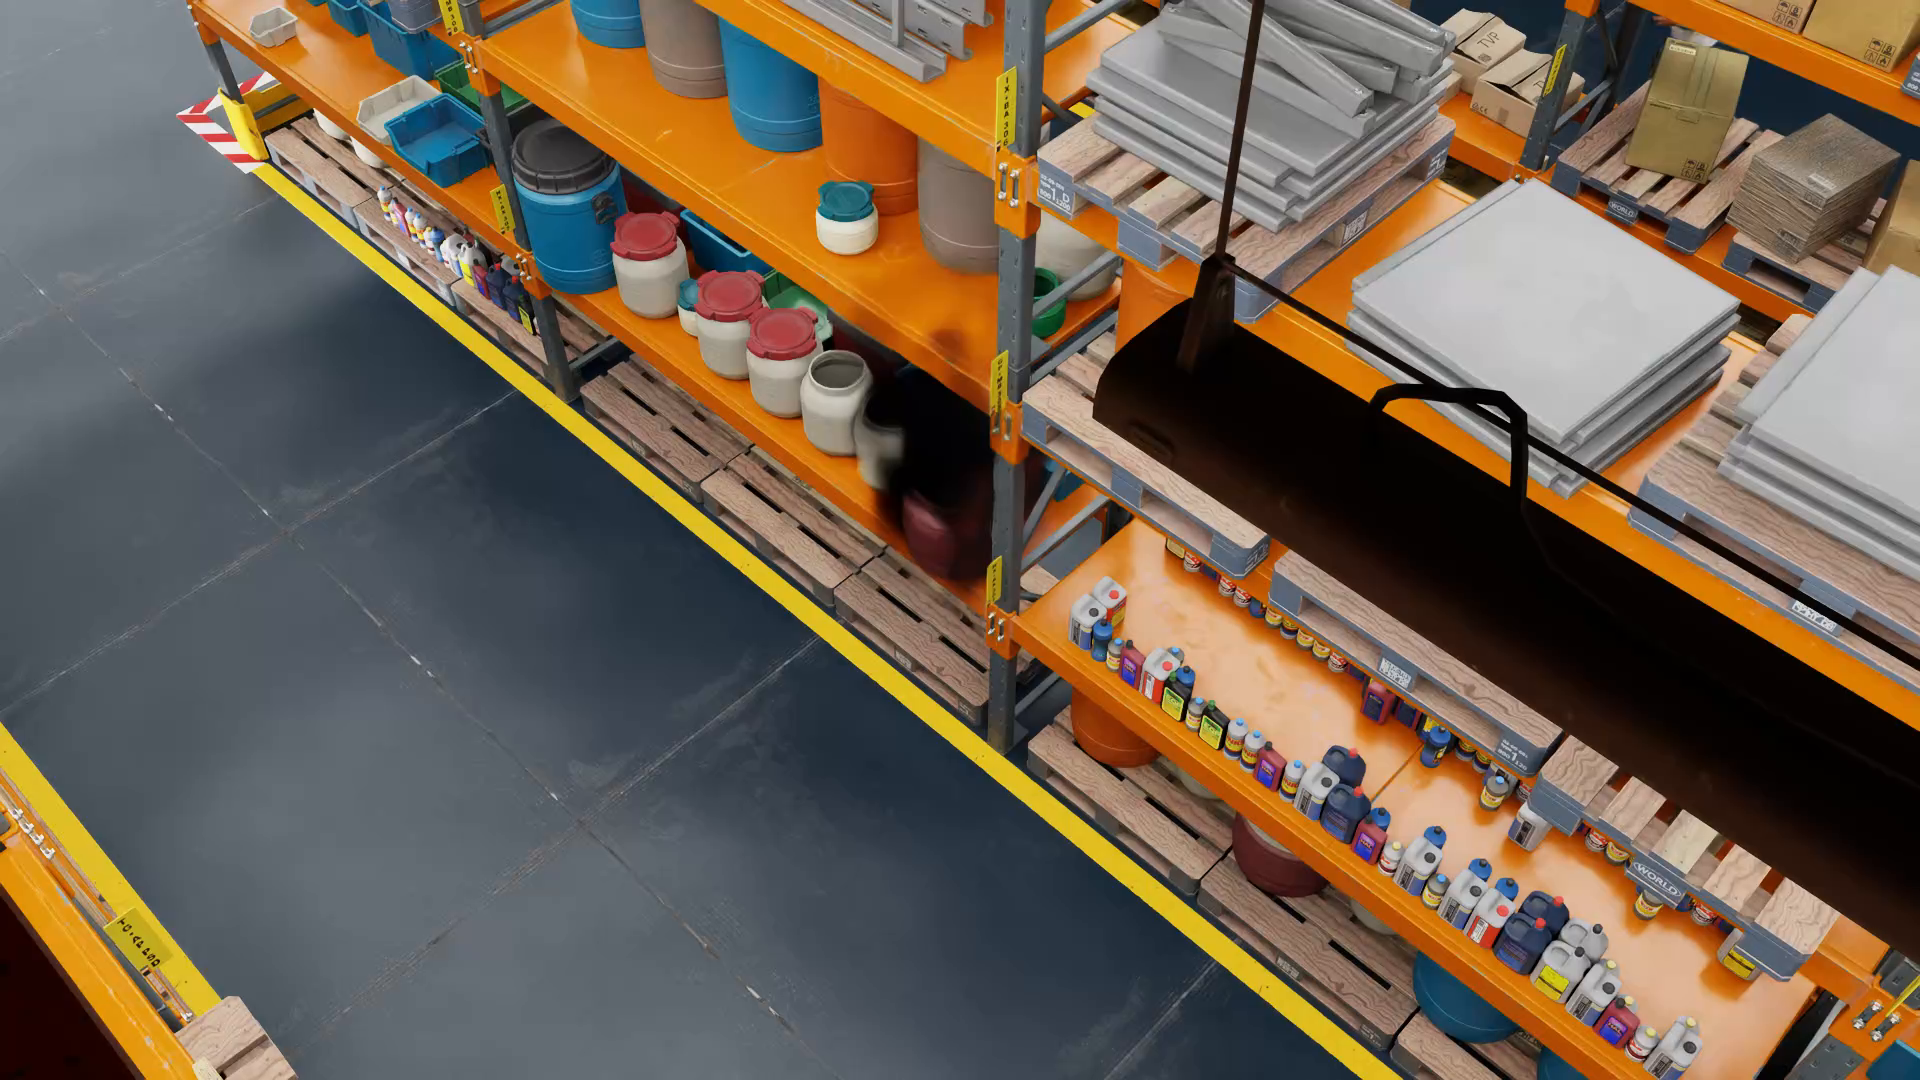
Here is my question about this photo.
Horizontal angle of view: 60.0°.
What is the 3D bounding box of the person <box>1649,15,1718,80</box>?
[{"bbox_3d":[5.542,-3.793,12.448,0.767,1.760,0.660,30,56,23],"label":"person"}]
